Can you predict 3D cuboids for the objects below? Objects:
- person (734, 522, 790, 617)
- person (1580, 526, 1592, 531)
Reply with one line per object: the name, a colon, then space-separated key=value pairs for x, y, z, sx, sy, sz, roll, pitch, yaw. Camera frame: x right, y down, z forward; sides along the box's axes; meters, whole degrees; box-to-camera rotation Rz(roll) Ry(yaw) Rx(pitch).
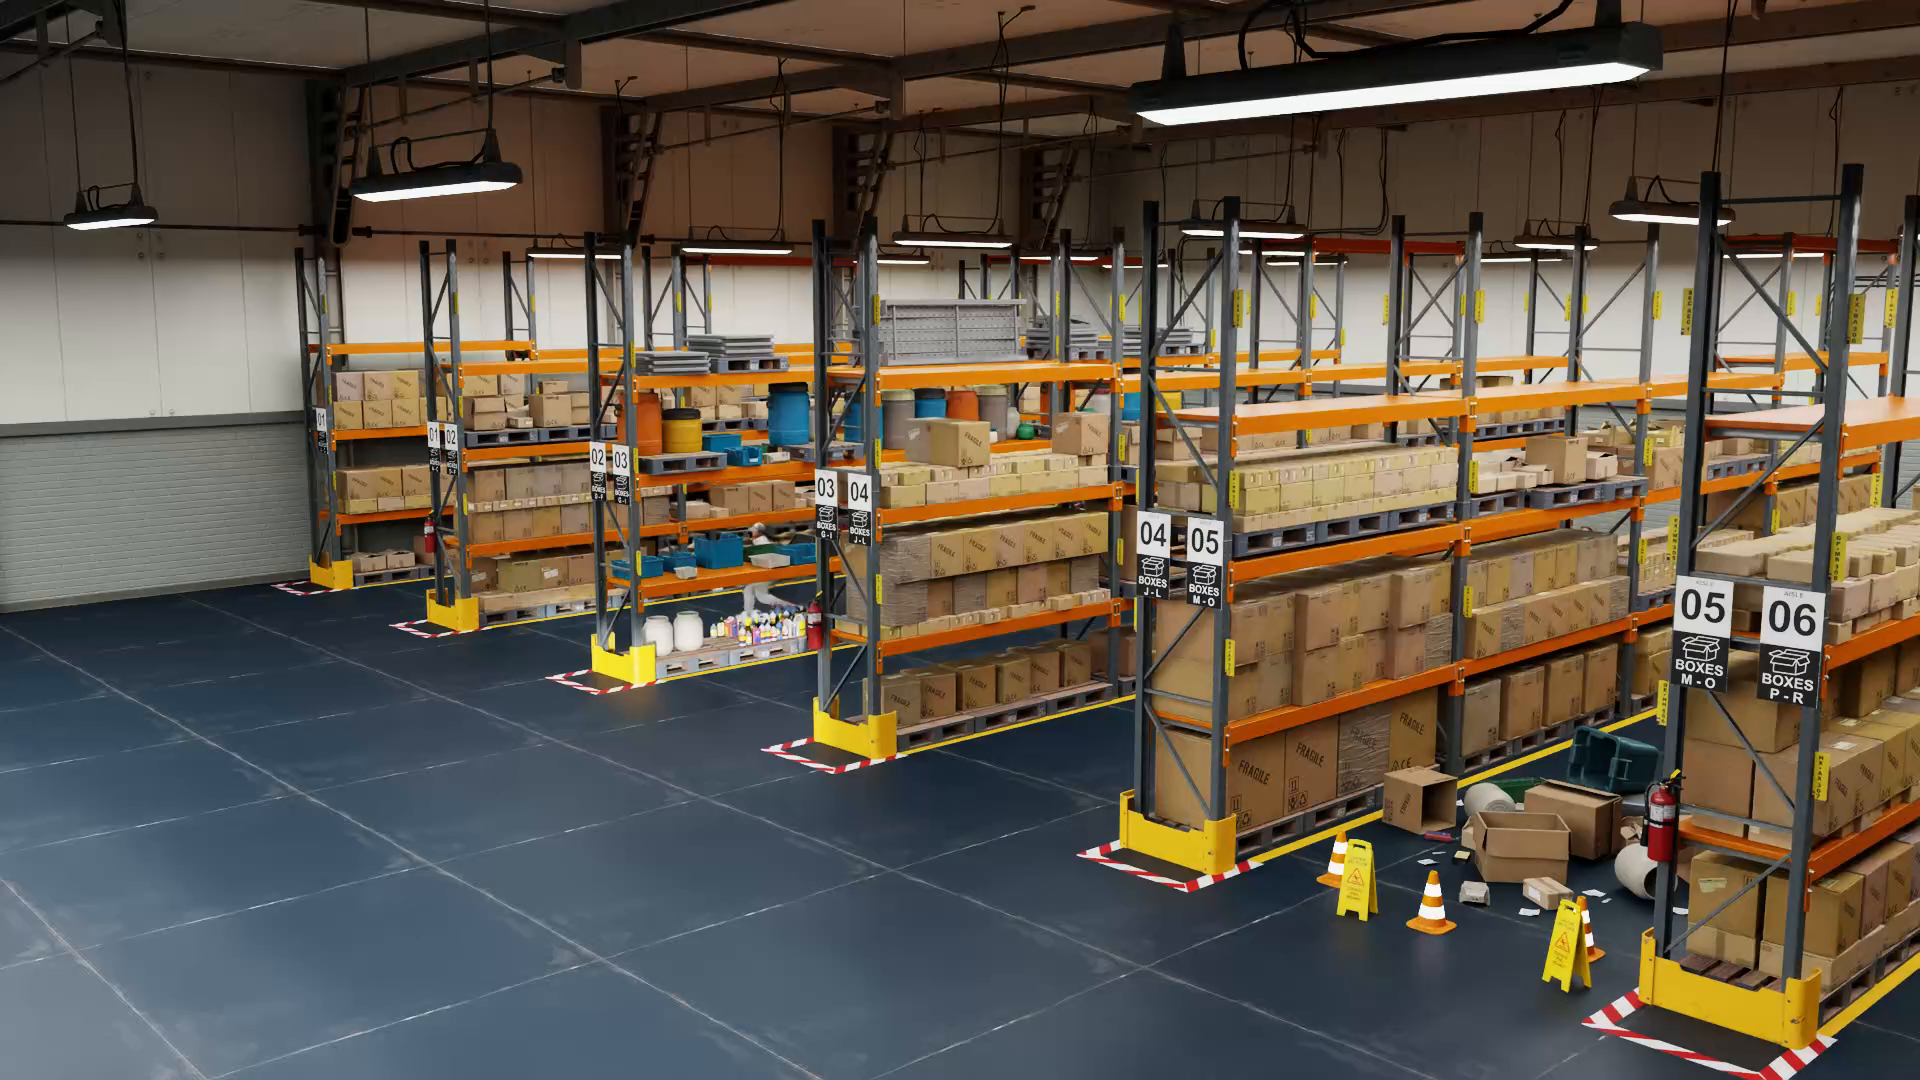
person: x=-3.140 y=0.509 z=26.254 sx=0.877 sy=1.608 sz=0.646 roll=-1 pitch=8 yaw=-9
person: x=9.653 y=0.593 z=25.744 sx=0.588 sy=1.628 sz=0.758 roll=7 pitch=11 yaw=40
